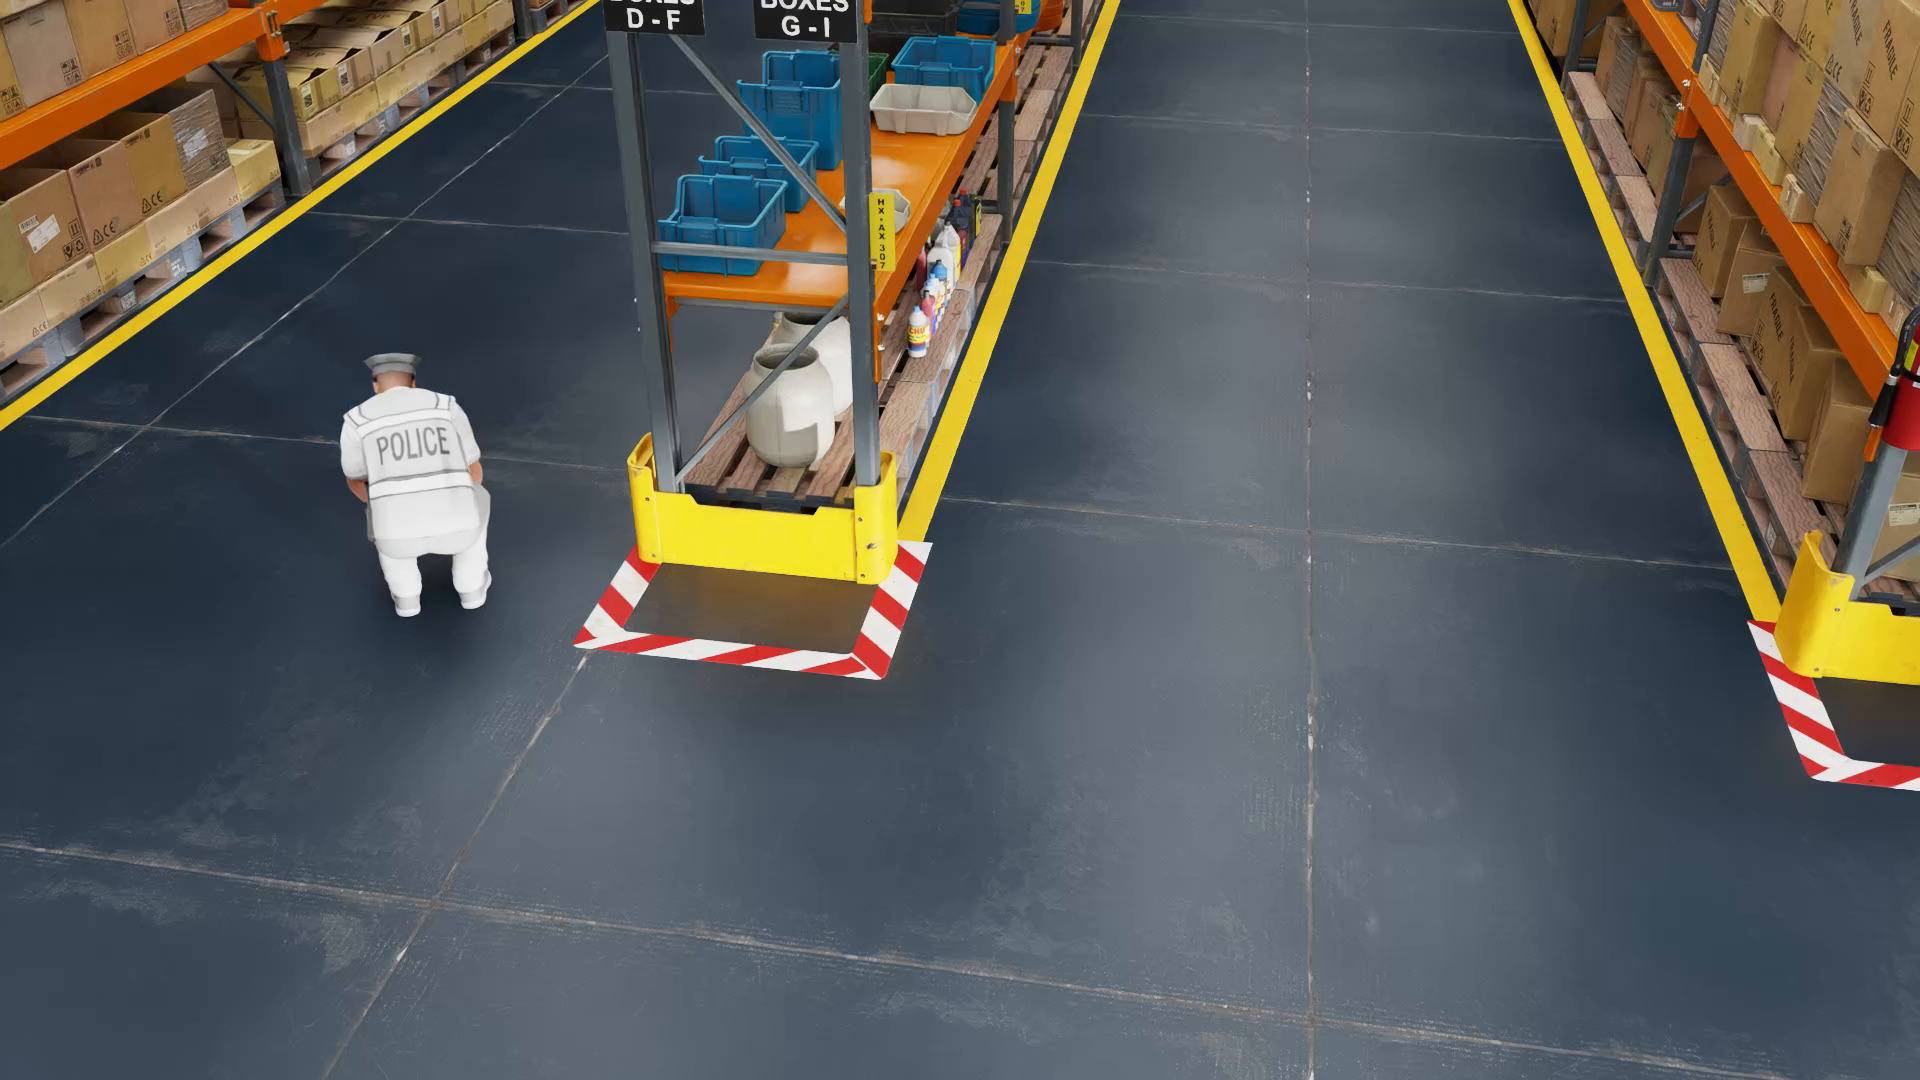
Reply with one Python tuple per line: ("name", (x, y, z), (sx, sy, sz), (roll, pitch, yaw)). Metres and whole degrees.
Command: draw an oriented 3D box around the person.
("person", (-2.363, -0.238, 7.212), (0.592, 1.013, 0.905), (-7, 33, -11))
